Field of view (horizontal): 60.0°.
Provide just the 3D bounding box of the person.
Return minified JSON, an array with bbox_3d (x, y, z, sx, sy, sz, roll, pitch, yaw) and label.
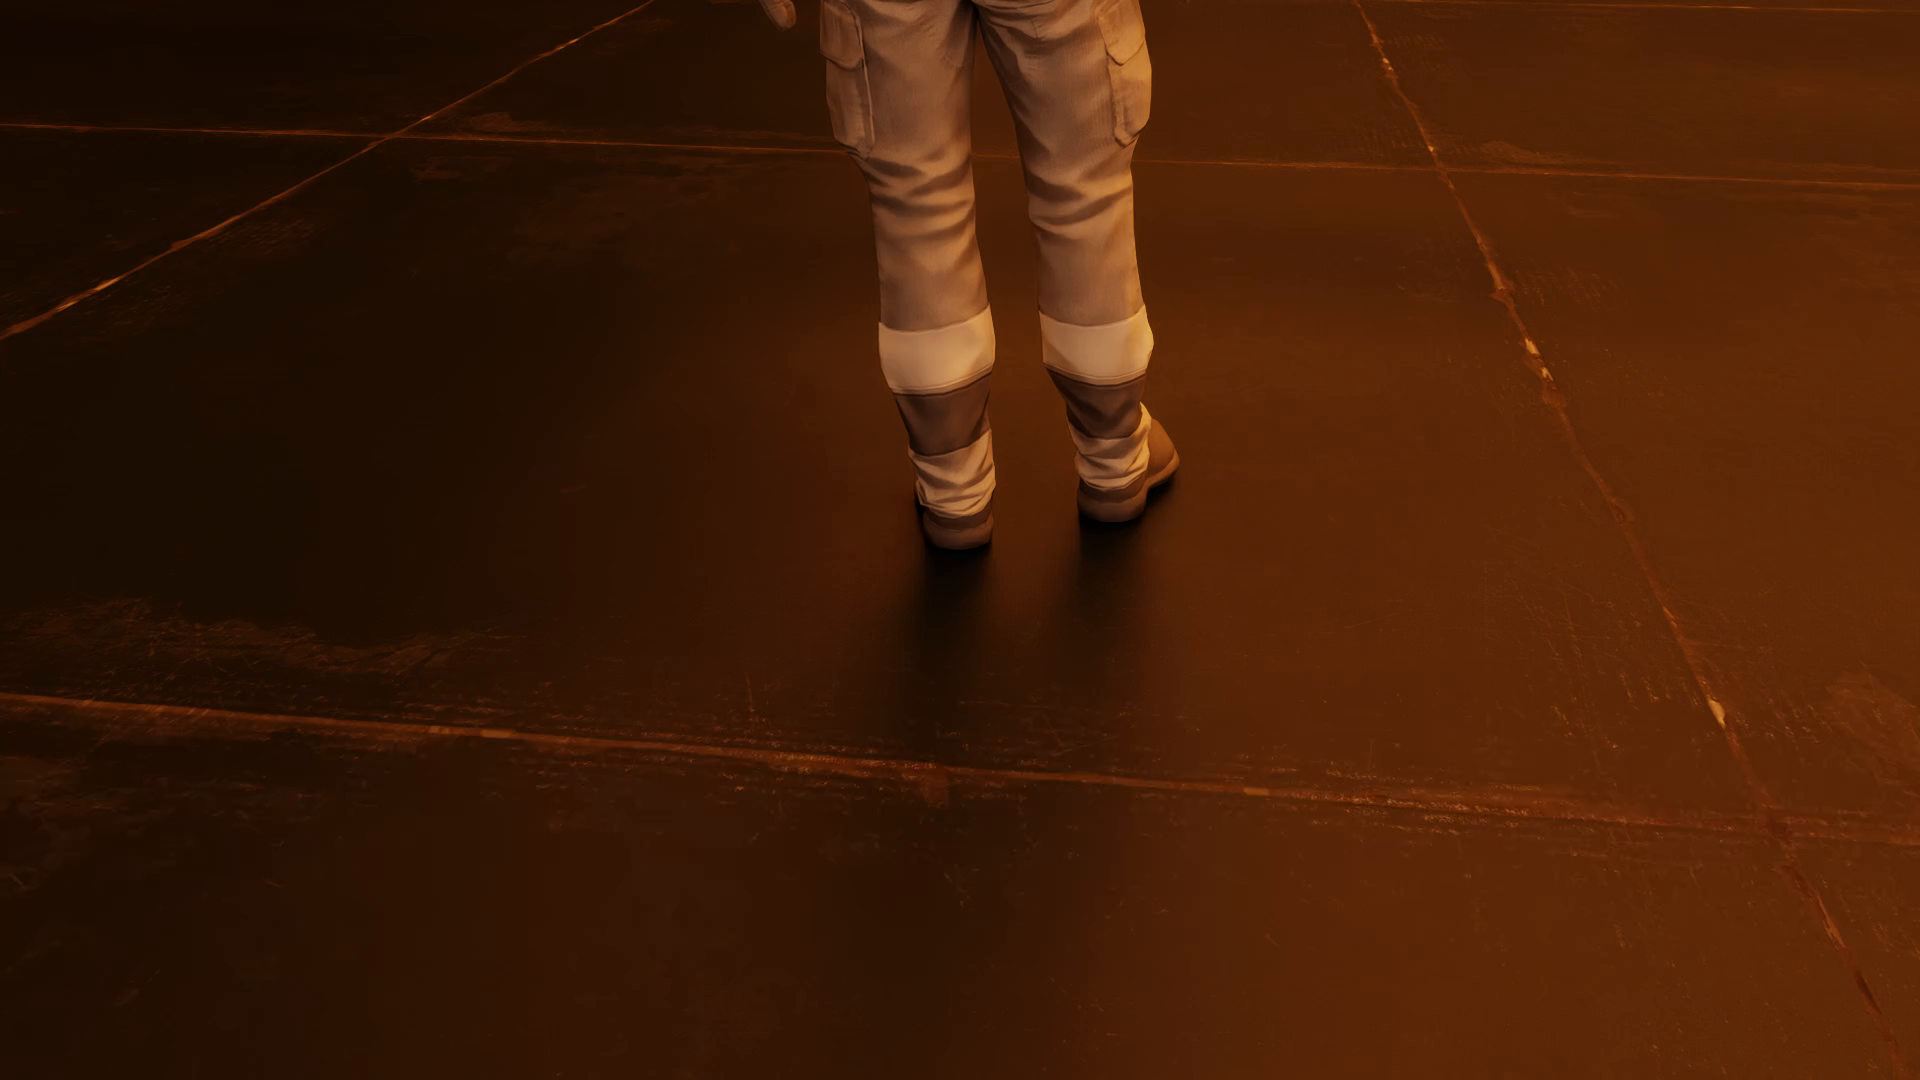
[{"bbox_3d":[0.023,-0.842,2.167,0.637,1.787,0.564,3,27,7],"label":"person"}]
